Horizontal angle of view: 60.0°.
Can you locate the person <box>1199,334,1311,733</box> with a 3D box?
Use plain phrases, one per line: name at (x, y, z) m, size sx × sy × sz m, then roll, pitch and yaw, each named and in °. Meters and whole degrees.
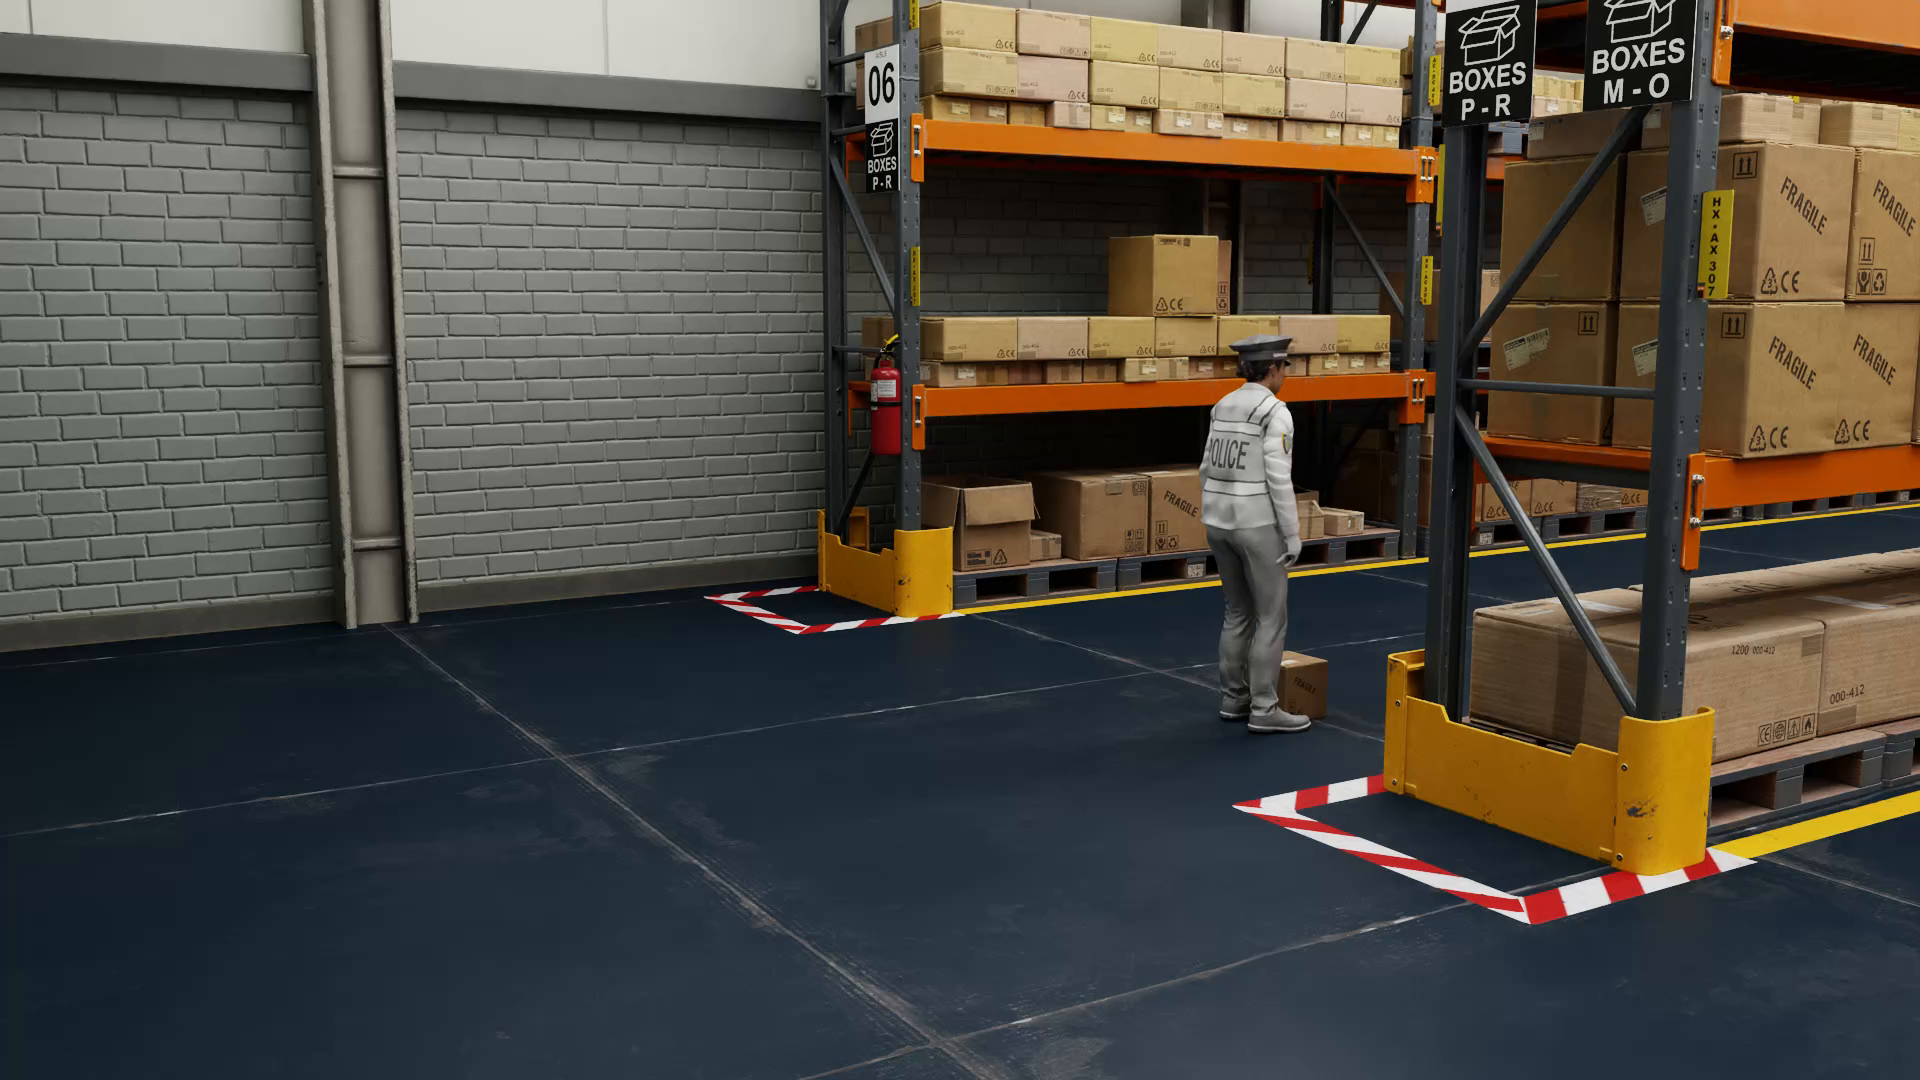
person at (1.247, -0.038, 7.076) m, size 0.404 × 1.663 × 0.532 m, roll -5°, pitch 10°, yaw -31°
